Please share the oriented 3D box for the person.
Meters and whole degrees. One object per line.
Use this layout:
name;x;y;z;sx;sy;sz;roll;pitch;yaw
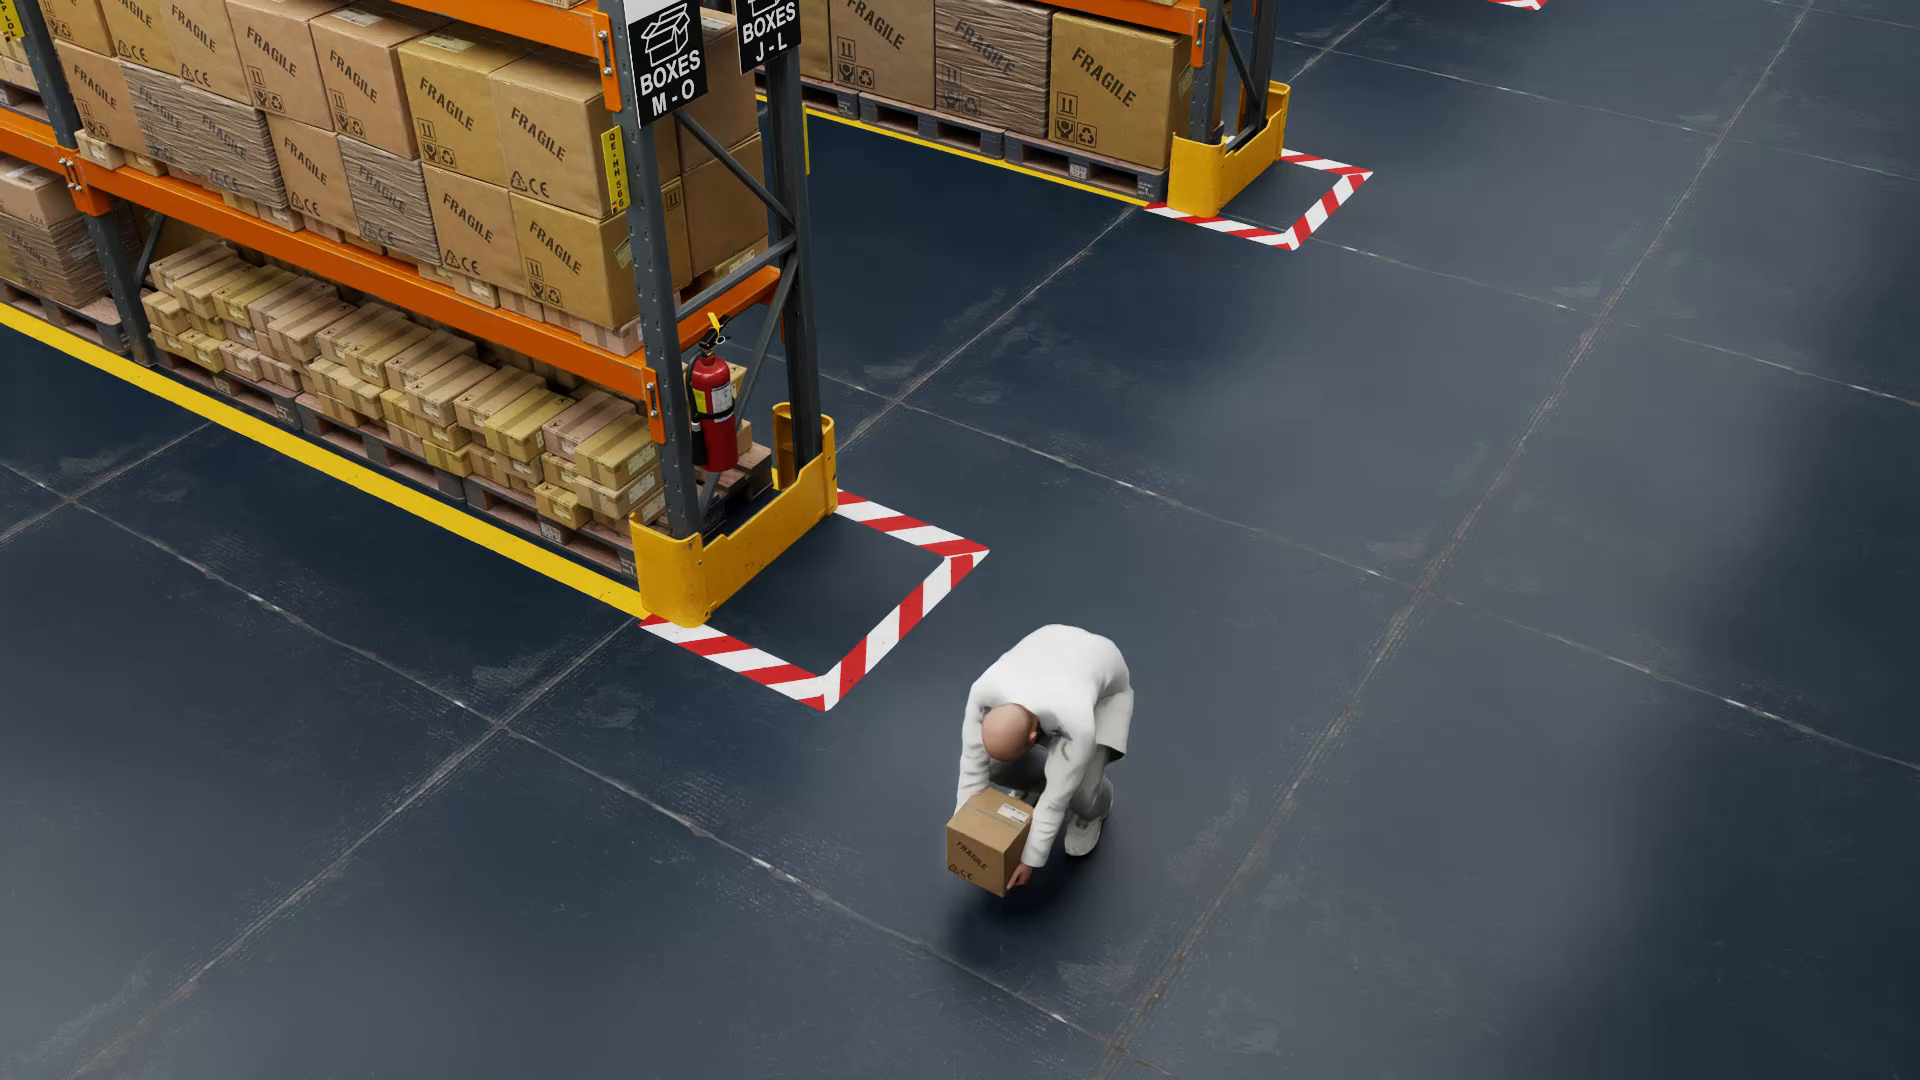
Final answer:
person;0.314;0.805;6.318;0.591;0.970;0.940;20;42;24
